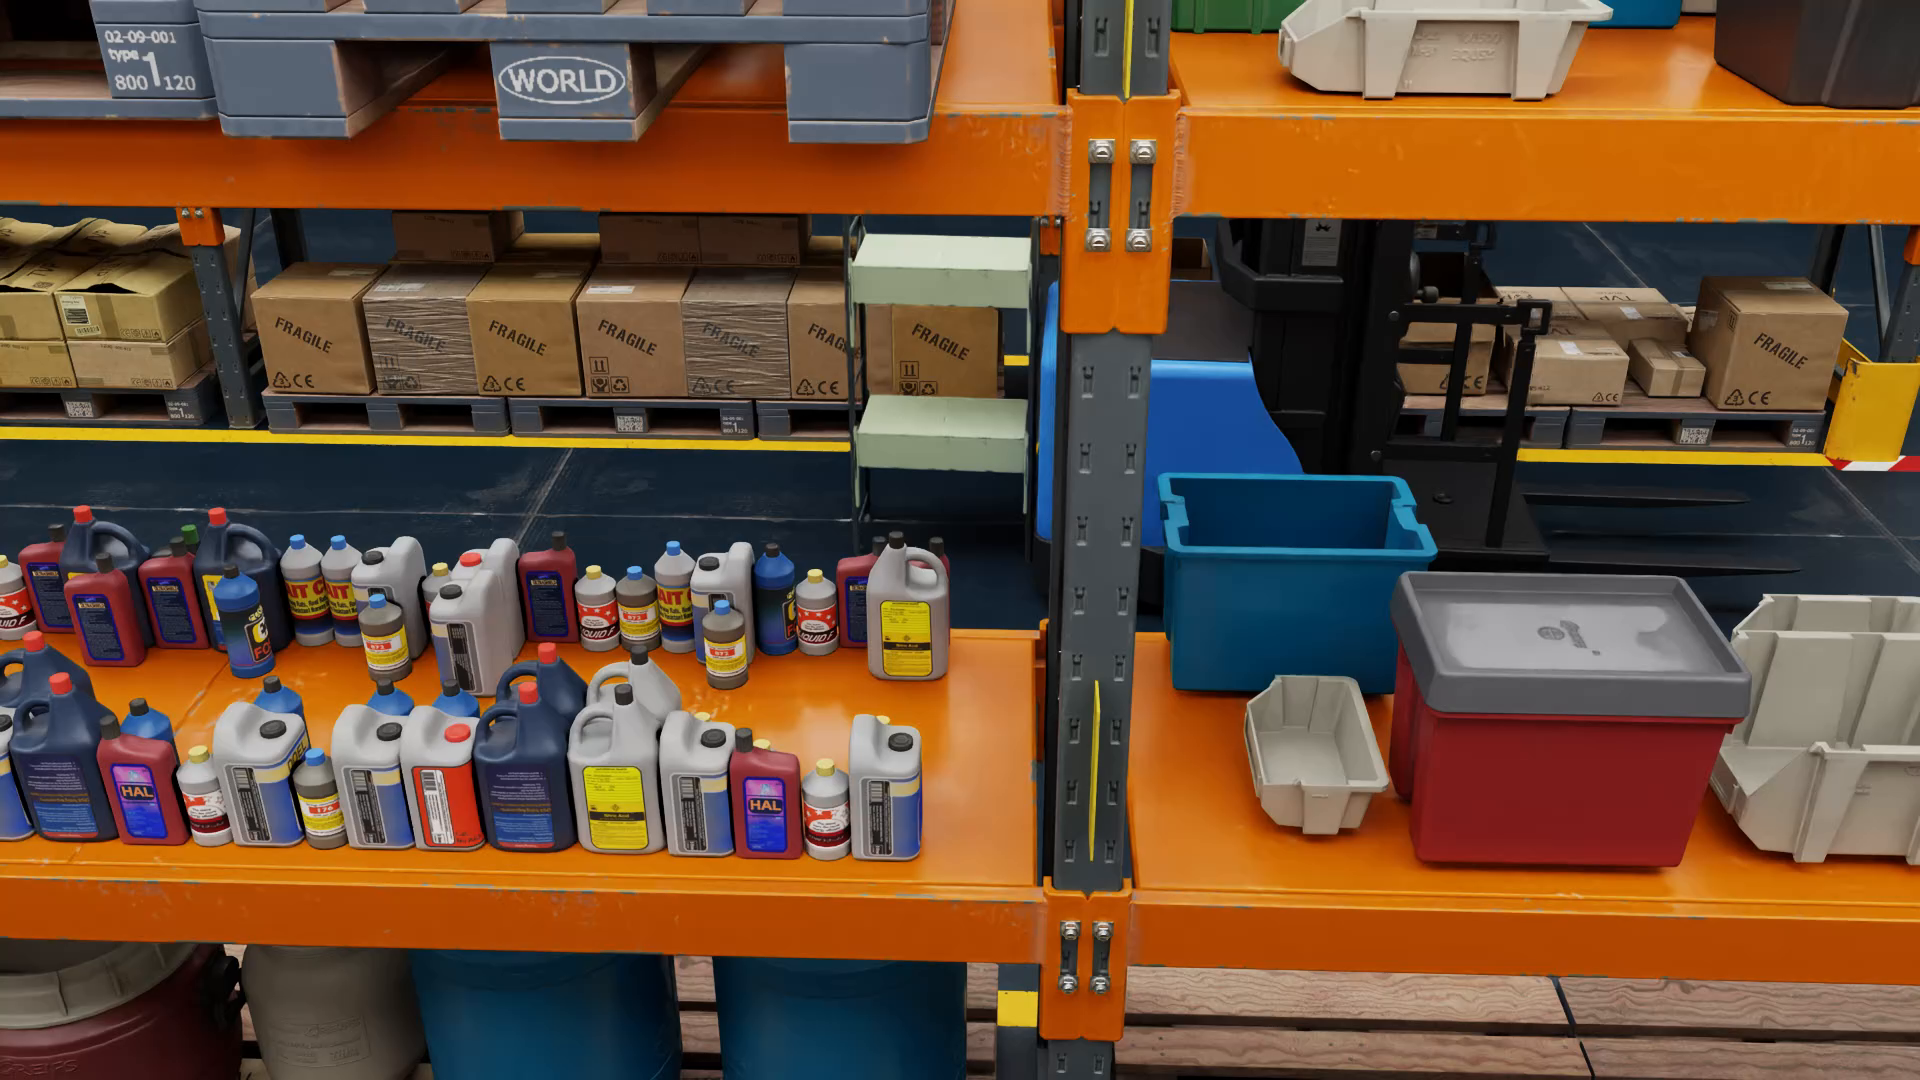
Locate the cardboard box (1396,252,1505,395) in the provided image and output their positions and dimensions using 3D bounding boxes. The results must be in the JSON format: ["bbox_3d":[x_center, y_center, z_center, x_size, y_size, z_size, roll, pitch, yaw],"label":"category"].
[{"bbox_3d":[2.317,-1.102,8.322,0.637,0.503,0.797,1,28,2],"label":"cardboard box"}]

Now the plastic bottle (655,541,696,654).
[{"bbox_3d":[-0.669,0.129,3.941,0.097,0.271,0.097,0,28,0],"label":"plastic bottle"}]

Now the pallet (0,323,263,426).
[{"bbox_3d":[-4.380,-0.905,8.733,1.213,0.211,1.003,1,28,2],"label":"pallet"}]

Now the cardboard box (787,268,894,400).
[{"bbox_3d":[-0.558,-1.015,8.162,0.500,0.500,0.500,1,28,2],"label":"cardboard box"}]

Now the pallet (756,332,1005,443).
[{"bbox_3d":[-0.375,-0.803,8.540,1.213,0.211,1.003,1,28,2],"label":"pallet"}]

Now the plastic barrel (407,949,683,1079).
[{"bbox_3d":[-0.990,0.992,3.968,0.708,0.901,0.600,1,28,2],"label":"plastic barrel"}]

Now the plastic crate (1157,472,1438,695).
[{"bbox_3d":[0.739,0.108,3.797,0.575,0.384,0.392,1,28,2],"label":"plastic crate"}]

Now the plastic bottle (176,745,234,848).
[{"bbox_3d":[-1.497,0.502,3.312,0.097,0.201,0.097,0,28,0],"label":"plastic bottle"}]

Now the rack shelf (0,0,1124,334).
[{"bbox_3d":[-1.738,-0.761,3.049,4.000,0.370,1.077,1,28,2],"label":"rack shelf"}]

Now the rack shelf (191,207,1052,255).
[{"bbox_3d":[-1.559,-1.755,8.125,4.000,0.370,1.077,1,28,2],"label":"rack shelf"}]

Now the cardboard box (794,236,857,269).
[{"bbox_3d":[-0.569,-1.255,8.614,0.500,0.500,0.500,1,28,3],"label":"cardboard box"}]

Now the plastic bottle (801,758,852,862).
[{"bbox_3d":[-0.261,0.523,3.274,0.097,0.201,0.097,0,28,0],"label":"plastic bottle"}]

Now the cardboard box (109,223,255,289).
[{"bbox_3d":[-4.071,-1.470,8.709,0.500,0.311,0.500,2,28,4],"label":"cardboard box"}]

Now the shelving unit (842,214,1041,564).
[{"bbox_3d":[-0.062,-0.671,6.914,0.755,1.500,0.431,2,28,4],"label":"shelving unit"}]

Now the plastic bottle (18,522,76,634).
[{"bbox_3d":[-2.175,0.090,4.001,0.133,0.283,0.061,1,28,2],"label":"plastic bottle"}]

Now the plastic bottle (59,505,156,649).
[{"bbox_3d":[-2.018,0.083,3.944,0.185,0.351,0.144,1,28,2],"label":"plastic bottle"}]

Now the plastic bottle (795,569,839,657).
[{"bbox_3d":[-0.340,0.166,3.947,0.097,0.201,0.097,0,28,0],"label":"plastic bottle"}]

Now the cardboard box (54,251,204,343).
[{"bbox_3d":[-4.090,-1.217,8.232,0.500,0.311,0.500,2,28,3],"label":"cardboard box"}]

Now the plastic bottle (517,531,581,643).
[{"bbox_3d":[-0.978,0.110,3.964,0.133,0.283,0.061,1,28,2],"label":"plastic bottle"}]

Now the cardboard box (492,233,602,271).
[{"bbox_3d":[-2.098,-1.281,8.663,0.500,0.500,0.500,0,28,0],"label":"cardboard box"}]

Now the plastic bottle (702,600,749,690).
[{"bbox_3d":[-0.540,0.233,3.819,0.097,0.201,0.097,0,28,0],"label":"plastic bottle"}]

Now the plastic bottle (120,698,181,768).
[{"bbox_3d":[-1.628,0.440,3.354,0.097,0.271,0.097,0,28,0],"label":"plastic bottle"}]

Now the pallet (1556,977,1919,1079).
[{"bbox_3d":[2.219,1.524,4.150,1.213,0.211,1.003,1,28,2],"label":"pallet"}]

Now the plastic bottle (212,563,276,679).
[{"bbox_3d":[-1.660,0.180,3.845,0.097,0.271,0.097,0,28,0],"label":"plastic bottle"}]

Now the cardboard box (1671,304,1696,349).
[{"bbox_3d":[3.781,-1.088,8.655,0.250,0.166,0.380,1,28,2],"label":"cardboard box"}]

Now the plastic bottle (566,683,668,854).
[{"bbox_3d":[-0.669,0.439,3.272,0.185,0.351,0.144,1,28,2],"label":"plastic bottle"}]

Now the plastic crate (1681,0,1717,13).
[{"bbox_3d":[1.545,-1.087,3.177,0.466,0.136,0.293,1,28,2],"label":"plastic crate"}]

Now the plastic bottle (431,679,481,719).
[{"bbox_3d":[-1.028,0.408,3.416,0.097,0.271,0.097,0,28,0],"label":"plastic bottle"}]

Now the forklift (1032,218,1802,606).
[{"bbox_3d":[1.838,-1.194,6.373,3.031,2.935,1.130,2,28,4],"label":"forklift"}]

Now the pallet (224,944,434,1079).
[{"bbox_3d":[-1.731,1.460,4.271,1.213,0.211,1.003,1,28,2],"label":"pallet"}]

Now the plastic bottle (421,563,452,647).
[{"bbox_3d":[-1.229,0.151,3.975,0.097,0.201,0.097,0,28,0],"label":"plastic bottle"}]

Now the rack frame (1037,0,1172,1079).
[{"bbox_3d":[0.261,0.279,3.521,0.127,3.000,1.000,1,28,2],"label":"rack frame"}]

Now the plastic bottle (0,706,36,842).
[{"bbox_3d":[-1.930,0.449,3.333,0.135,0.276,0.152,1,28,2],"label":"plastic bottle"}]

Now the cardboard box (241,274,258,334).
[{"bbox_3d":[-4.071,-1.222,8.841,0.500,0.250,0.500,1,28,2],"label":"cardboard box"}]

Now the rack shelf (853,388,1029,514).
[{"bbox_3d":[-0.062,-0.382,7.066,0.720,0.370,0.431,2,28,4],"label":"rack shelf"}]

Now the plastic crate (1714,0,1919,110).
[{"bbox_3d":[1.493,-0.840,2.568,0.590,0.269,0.497,1,28,2],"label":"plastic crate"}]

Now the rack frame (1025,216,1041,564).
[{"bbox_3d":[0.303,-0.656,6.886,0.023,1.500,0.400,2,28,4],"label":"rack frame"}]

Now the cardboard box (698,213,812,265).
[{"bbox_3d":[-1.035,-1.599,8.463,0.500,0.250,0.500,1,28,2],"label":"cardboard box"}]

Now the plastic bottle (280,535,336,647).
[{"bbox_3d":[-1.558,0.114,3.969,0.097,0.271,0.097,0,28,0],"label":"plastic bottle"}]

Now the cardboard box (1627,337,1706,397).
[{"bbox_3d":[3.483,-0.858,8.222,0.250,0.166,0.380,1,28,2],"label":"cardboard box"}]

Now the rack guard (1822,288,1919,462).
[{"bbox_3d":[4.361,-0.870,8.358,0.348,0.500,1.175,1,28,2],"label":"rack guard"}]

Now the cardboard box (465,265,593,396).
[{"bbox_3d":[-2.089,-1.038,8.204,0.500,0.500,0.500,1,28,1],"label":"cardboard box"}]

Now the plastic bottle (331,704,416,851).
[{"bbox_3d":[-1.148,0.462,3.308,0.135,0.276,0.152,1,28,2],"label":"plastic bottle"}]

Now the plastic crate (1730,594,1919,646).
[{"bbox_3d":[2.012,0.257,3.780,0.466,0.136,0.293,1,28,2],"label":"plastic crate"}]

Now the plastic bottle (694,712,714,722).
[{"bbox_3d":[-0.524,0.447,3.416,0.097,0.201,0.097,0,28,0],"label":"plastic bottle"}]
